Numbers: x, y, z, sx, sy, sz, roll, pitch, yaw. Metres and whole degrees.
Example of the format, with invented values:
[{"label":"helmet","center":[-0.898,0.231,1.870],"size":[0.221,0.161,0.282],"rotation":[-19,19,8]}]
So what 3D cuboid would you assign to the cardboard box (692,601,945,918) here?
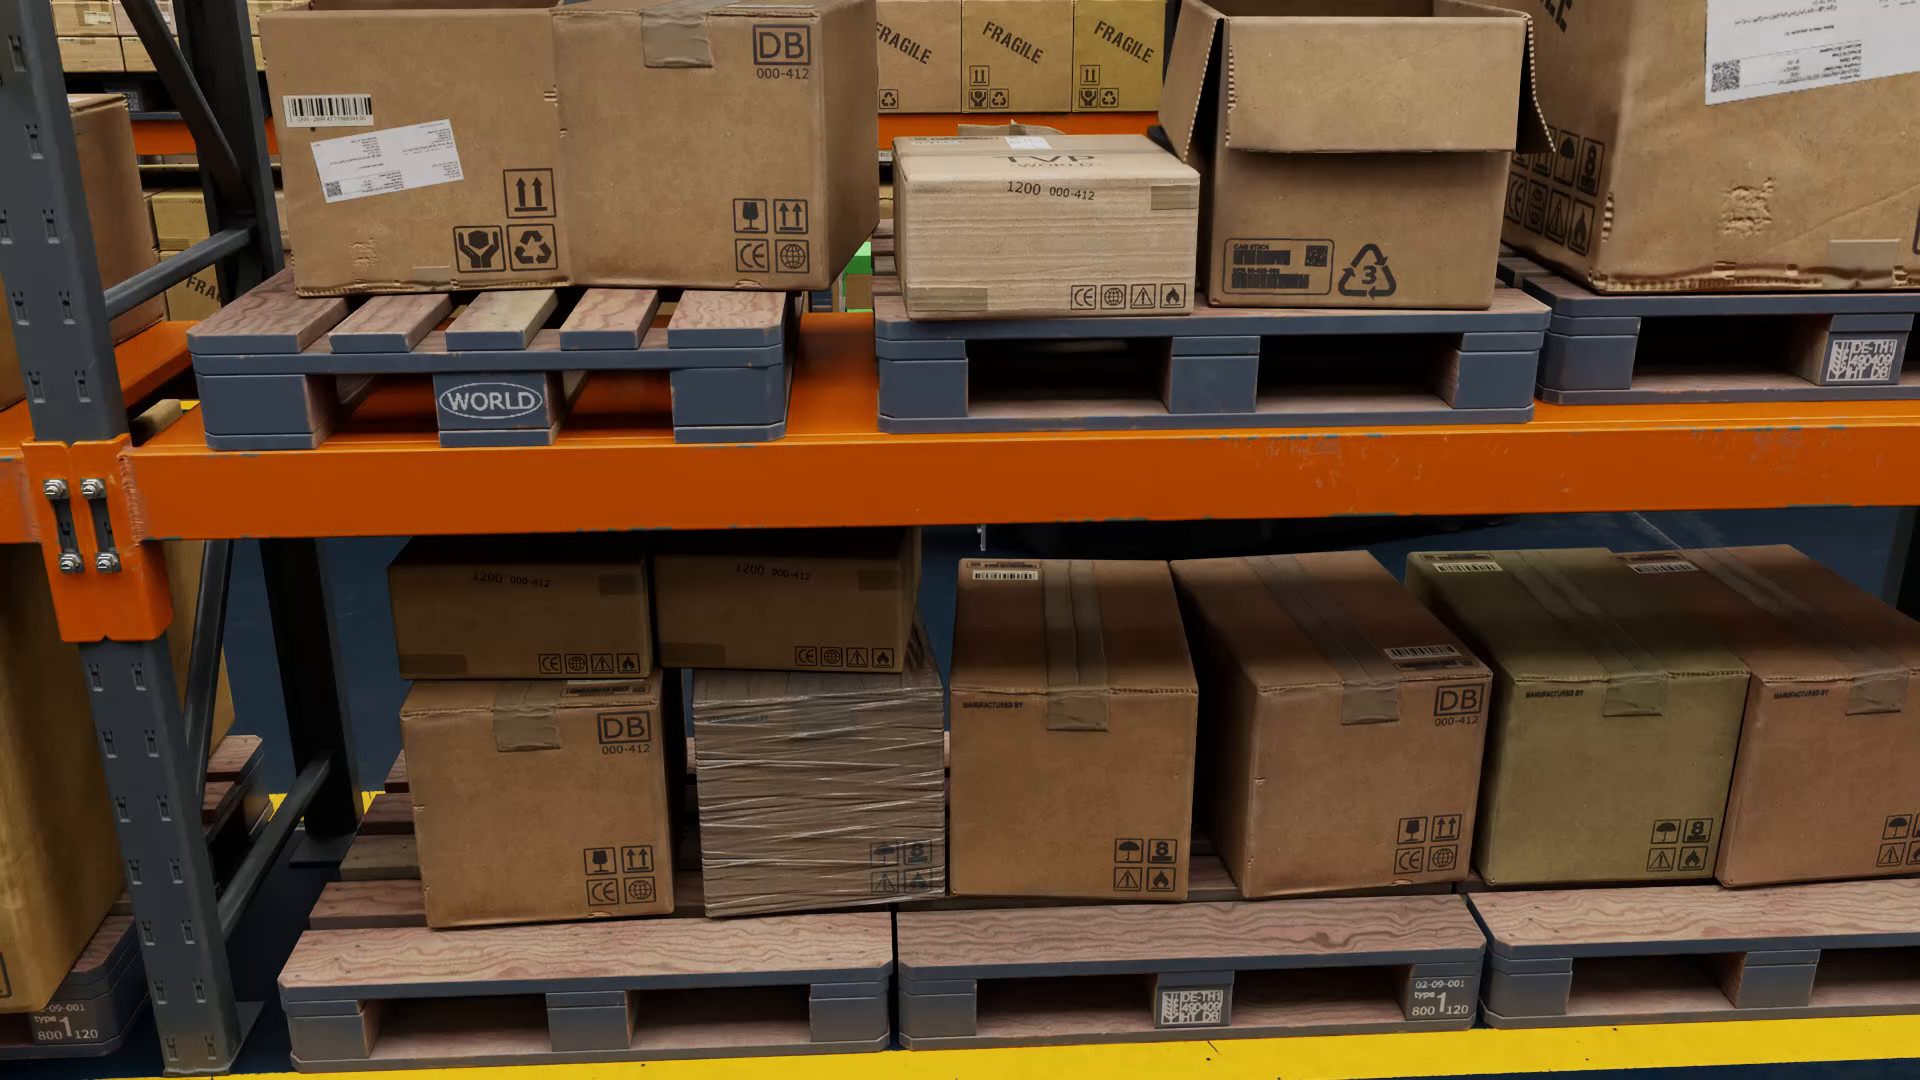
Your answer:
[{"label":"cardboard box","center":[-0.328,0.416,3.707],"size":[0.500,0.500,0.700],"rotation":[-3,21,-8]}]

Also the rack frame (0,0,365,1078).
[{"label":"rack frame","center":[-1.549,-0.510,3.244],"size":[0.127,3.000,1.000],"rotation":[-1,21,-3]}]

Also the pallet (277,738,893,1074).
[{"label":"pallet","center":[-0.768,0.778,3.781],"size":[1.213,0.211,1.003],"rotation":[-1,21,-3]}]

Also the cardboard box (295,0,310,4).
[{"label":"cardboard box","center":[-2.727,-2.308,7.311],"size":[0.250,0.149,0.380],"rotation":[-1,21,-2]}]

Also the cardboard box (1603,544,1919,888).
[{"label":"cardboard box","center":[1.831,0.376,3.811],"size":[0.500,0.500,0.700],"rotation":[-3,21,-7]}]

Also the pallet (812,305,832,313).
[{"label":"pallet","center":[-0.939,-0.960,8.345],"size":[1.213,0.211,1.003],"rotation":[-1,21,-3]}]

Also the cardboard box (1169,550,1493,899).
[{"label":"cardboard box","center":[0.795,0.391,3.773],"size":[0.500,0.500,0.700],"rotation":[-3,21,-8]}]

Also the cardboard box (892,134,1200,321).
[{"label":"cardboard box","center":[0.138,-0.588,3.071],"size":[0.500,0.250,0.500],"rotation":[-2,21,-5]}]

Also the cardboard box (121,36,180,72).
[{"label":"cardboard box","center":[-3.478,-2.155,7.329],"size":[0.250,0.149,0.380],"rotation":[-1,21,-1]}]

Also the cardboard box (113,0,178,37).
[{"label":"cardboard box","center":[-3.486,-2.293,7.272],"size":[0.250,0.149,0.380],"rotation":[-1,21,-2]}]

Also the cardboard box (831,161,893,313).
[{"label":"cardboard box","center":[-0.245,-1.418,8.201],"size":[0.750,0.750,1.050],"rotation":[-1,21,-2]}]

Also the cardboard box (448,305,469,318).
[{"label":"cardboard box","center":[-2.373,-1.196,7.968],"size":[0.500,0.500,0.500],"rotation":[-1,21,-3]}]

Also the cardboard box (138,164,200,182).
[{"label":"cardboard box","center":[-3.954,-1.697,8.233],"size":[0.500,0.250,0.500],"rotation":[-2,21,-5]}]

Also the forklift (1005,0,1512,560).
[{"label":"forklift","center":[1.558,-1.569,6.123],"size":[3.031,2.935,1.130],"rotation":[-8,22,-19]}]

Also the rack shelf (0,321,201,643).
[{"label":"rack shelf","center":[-3.545,-0.133,3.266],"size":[4.000,0.370,1.077],"rotation":[-1,21,-3]}]

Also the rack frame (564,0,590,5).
[{"label":"rack frame","center":[-1.731,-2.274,7.877],"size":[0.127,3.000,1.000],"rotation":[-1,21,-3]}]

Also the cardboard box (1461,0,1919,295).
[{"label":"cardboard box","center":[1.644,-1.101,3.364],"size":[1.000,1.000,1.000],"rotation":[-1,21,-3]}]

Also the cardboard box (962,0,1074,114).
[{"label":"cardboard box","center":[0.241,-2.264,7.712],"size":[0.500,0.500,0.500],"rotation":[-1,21,-4]}]

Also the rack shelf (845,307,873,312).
[{"label":"rack shelf","center":[-0.165,-0.722,5.836],"size":[0.480,0.148,0.258],"rotation":[-1,21,-3]}]

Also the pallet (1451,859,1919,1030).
[{"label":"pallet","center":[1.668,0.728,3.911],"size":[1.213,0.211,1.003],"rotation":[-1,21,-3]}]

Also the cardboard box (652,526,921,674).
[{"label":"cardboard box","center":[-0.352,0.064,3.579],"size":[0.500,0.250,0.500],"rotation":[1,21,3]}]

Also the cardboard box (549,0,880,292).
[{"label":"cardboard box","center":[-0.460,-0.825,3.341],"size":[0.500,0.500,0.700],"rotation":[2,21,5]}]

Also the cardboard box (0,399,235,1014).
[{"label":"cardboard box","center":[-2.239,0.294,3.530],"size":[0.875,0.875,1.225],"rotation":[-2,21,-6]}]

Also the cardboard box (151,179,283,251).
[{"label":"cardboard box","center":[-3.410,-1.526,7.783],"size":[0.500,0.250,0.500],"rotation":[-1,21,-2]}]

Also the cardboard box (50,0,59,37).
[{"label":"cardboard box","center":[-3.995,-2.283,7.248],"size":[0.250,0.149,0.380],"rotation":[-2,21,-4]}]

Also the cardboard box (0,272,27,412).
[{"label":"cardboard box","center":[-2.027,-0.458,2.969],"size":[0.500,0.500,0.500],"rotation":[-1,21,-1]}]

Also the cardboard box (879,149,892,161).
[{"label":"cardboard box","center":[-0.813,-3.024,12.951],"size":[0.625,0.372,0.950],"rotation":[-2,21,-4]}]

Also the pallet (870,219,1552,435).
[{"label":"pallet","center":[0.425,-0.475,3.422],"size":[1.213,0.211,1.003],"rotation":[-1,21,-3]}]

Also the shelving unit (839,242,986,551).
[{"label":"shelving unit","center":[-0.165,-0.557,5.899],"size":[0.503,1.200,0.258],"rotation":[-1,21,-3]}]

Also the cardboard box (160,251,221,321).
[{"label":"cardboard box","center":[-3.418,-1.170,7.901],"size":[0.500,0.500,0.500],"rotation":[-2,21,-5]}]

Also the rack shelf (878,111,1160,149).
[{"label":"rack shelf","center":[0.266,-1.978,8.112],"size":[4.000,0.370,1.077],"rotation":[-1,21,-3]}]

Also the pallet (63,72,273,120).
[{"label":"pallet","center":[-3.705,-2.129,7.768],"size":[1.213,0.211,1.003],"rotation":[-1,21,-3]}]

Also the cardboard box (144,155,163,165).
[{"label":"cardboard box","center":[-6.741,-2.973,12.725],"size":[0.875,0.438,0.875],"rotation":[-1,21,-4]}]

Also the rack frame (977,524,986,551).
[{"label":"rack frame","center":[0.078,-0.562,5.912],"size":[0.015,1.200,0.240],"rotation":[-1,21,-3]}]

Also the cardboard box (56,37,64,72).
[{"label":"cardboard box","center":[-4.001,-2.144,7.301],"size":[0.250,0.149,0.380],"rotation":[-2,21,-4]}]
